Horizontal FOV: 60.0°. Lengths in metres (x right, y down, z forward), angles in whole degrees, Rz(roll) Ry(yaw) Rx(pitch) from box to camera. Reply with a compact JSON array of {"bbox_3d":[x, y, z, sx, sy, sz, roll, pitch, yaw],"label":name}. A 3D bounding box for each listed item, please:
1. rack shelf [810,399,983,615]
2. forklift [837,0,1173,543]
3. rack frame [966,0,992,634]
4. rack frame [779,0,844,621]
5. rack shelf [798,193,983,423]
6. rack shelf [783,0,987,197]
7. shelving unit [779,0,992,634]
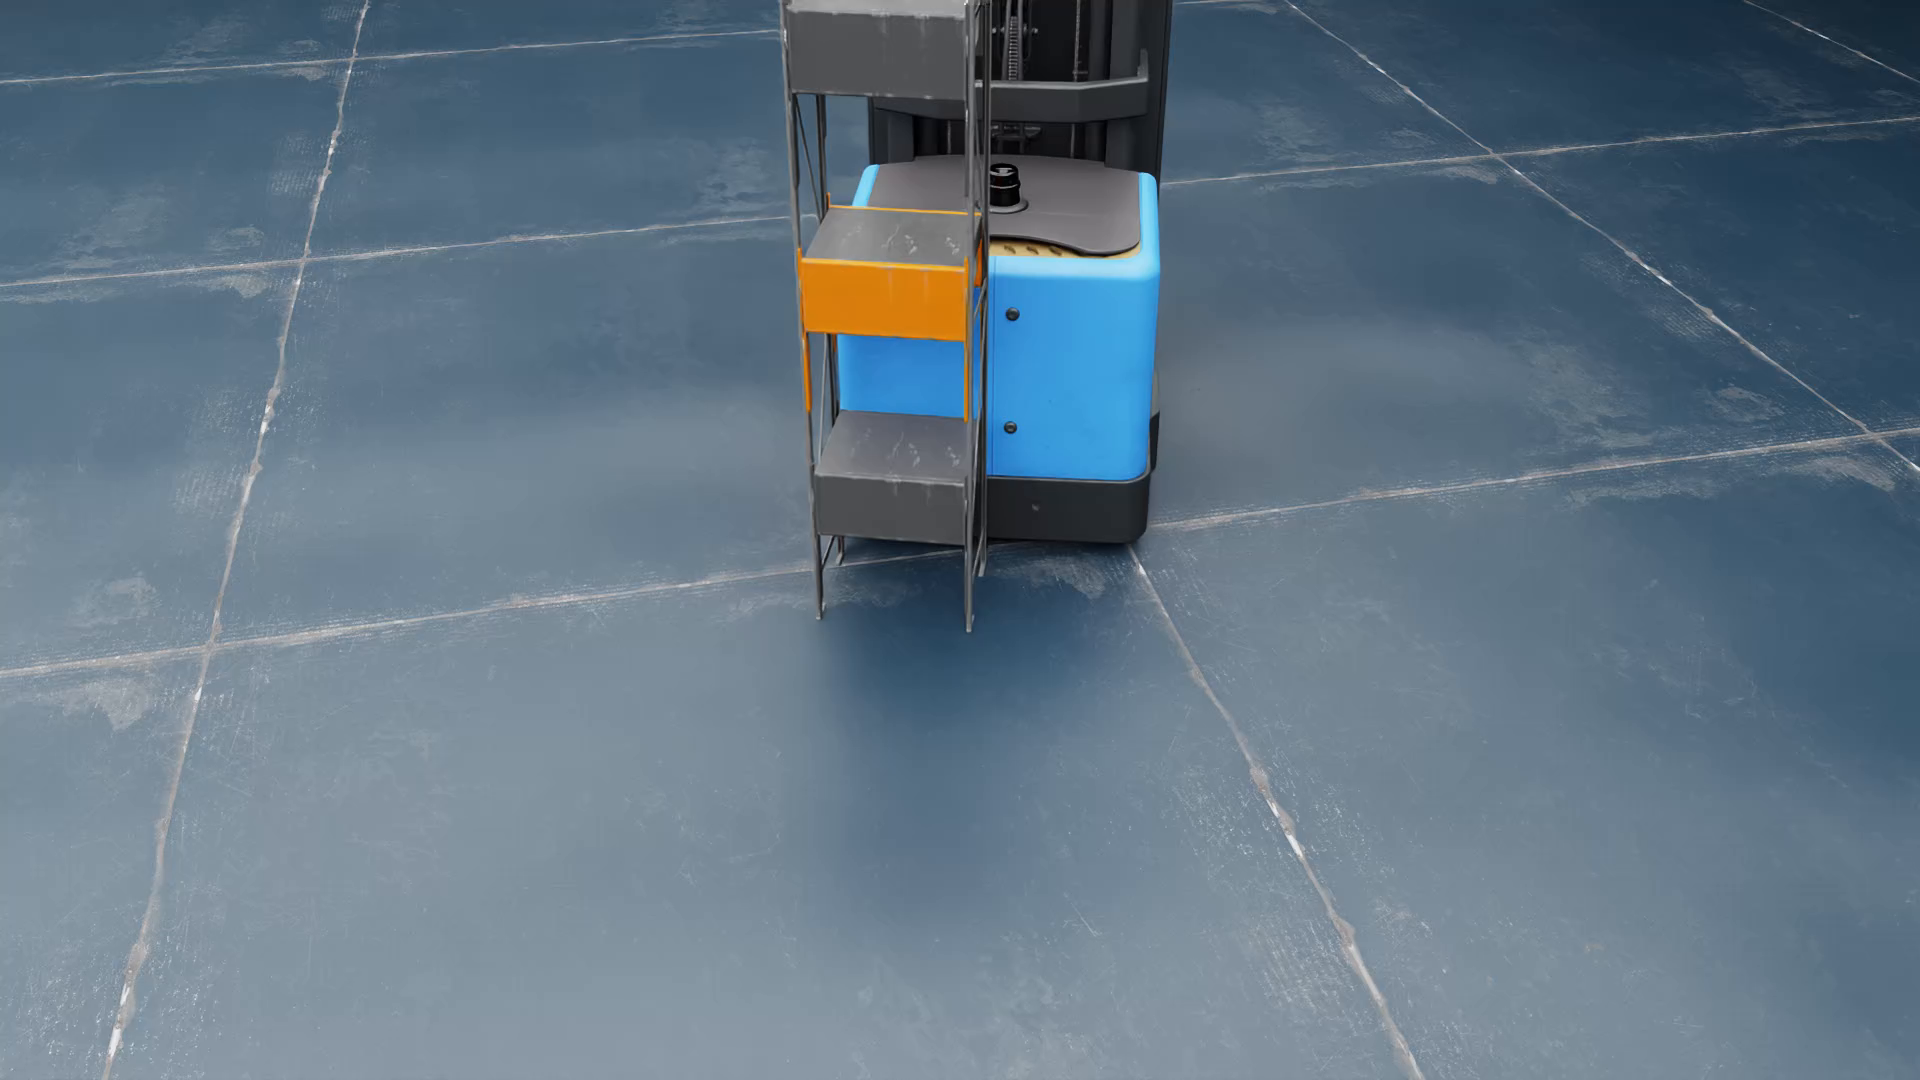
[{"bbox_3d":[-0.188,-0.109,5.309,0.480,0.518,0.431,4,34,6],"label":"rack shelf"},{"bbox_3d":[0.225,-2.006,6.108,1.130,2.935,3.031,3,34,4],"label":"forklift"},{"bbox_3d":[0.054,-0.683,4.884,0.015,2.100,0.400,4,34,6],"label":"rack frame"},{"bbox_3d":[-0.430,-0.720,4.938,0.015,2.100,0.400,4,34,6],"label":"rack frame"},{"bbox_3d":[-0.188,-0.690,4.919,0.480,0.518,0.431,4,34,6],"label":"rack shelf"},{"bbox_3d":[-0.188,-1.271,4.528,0.480,0.518,0.431,4,34,6],"label":"rack shelf"},{"bbox_3d":[-0.188,-0.702,4.911,0.503,2.100,0.431,4,34,6],"label":"shelving unit"}]
